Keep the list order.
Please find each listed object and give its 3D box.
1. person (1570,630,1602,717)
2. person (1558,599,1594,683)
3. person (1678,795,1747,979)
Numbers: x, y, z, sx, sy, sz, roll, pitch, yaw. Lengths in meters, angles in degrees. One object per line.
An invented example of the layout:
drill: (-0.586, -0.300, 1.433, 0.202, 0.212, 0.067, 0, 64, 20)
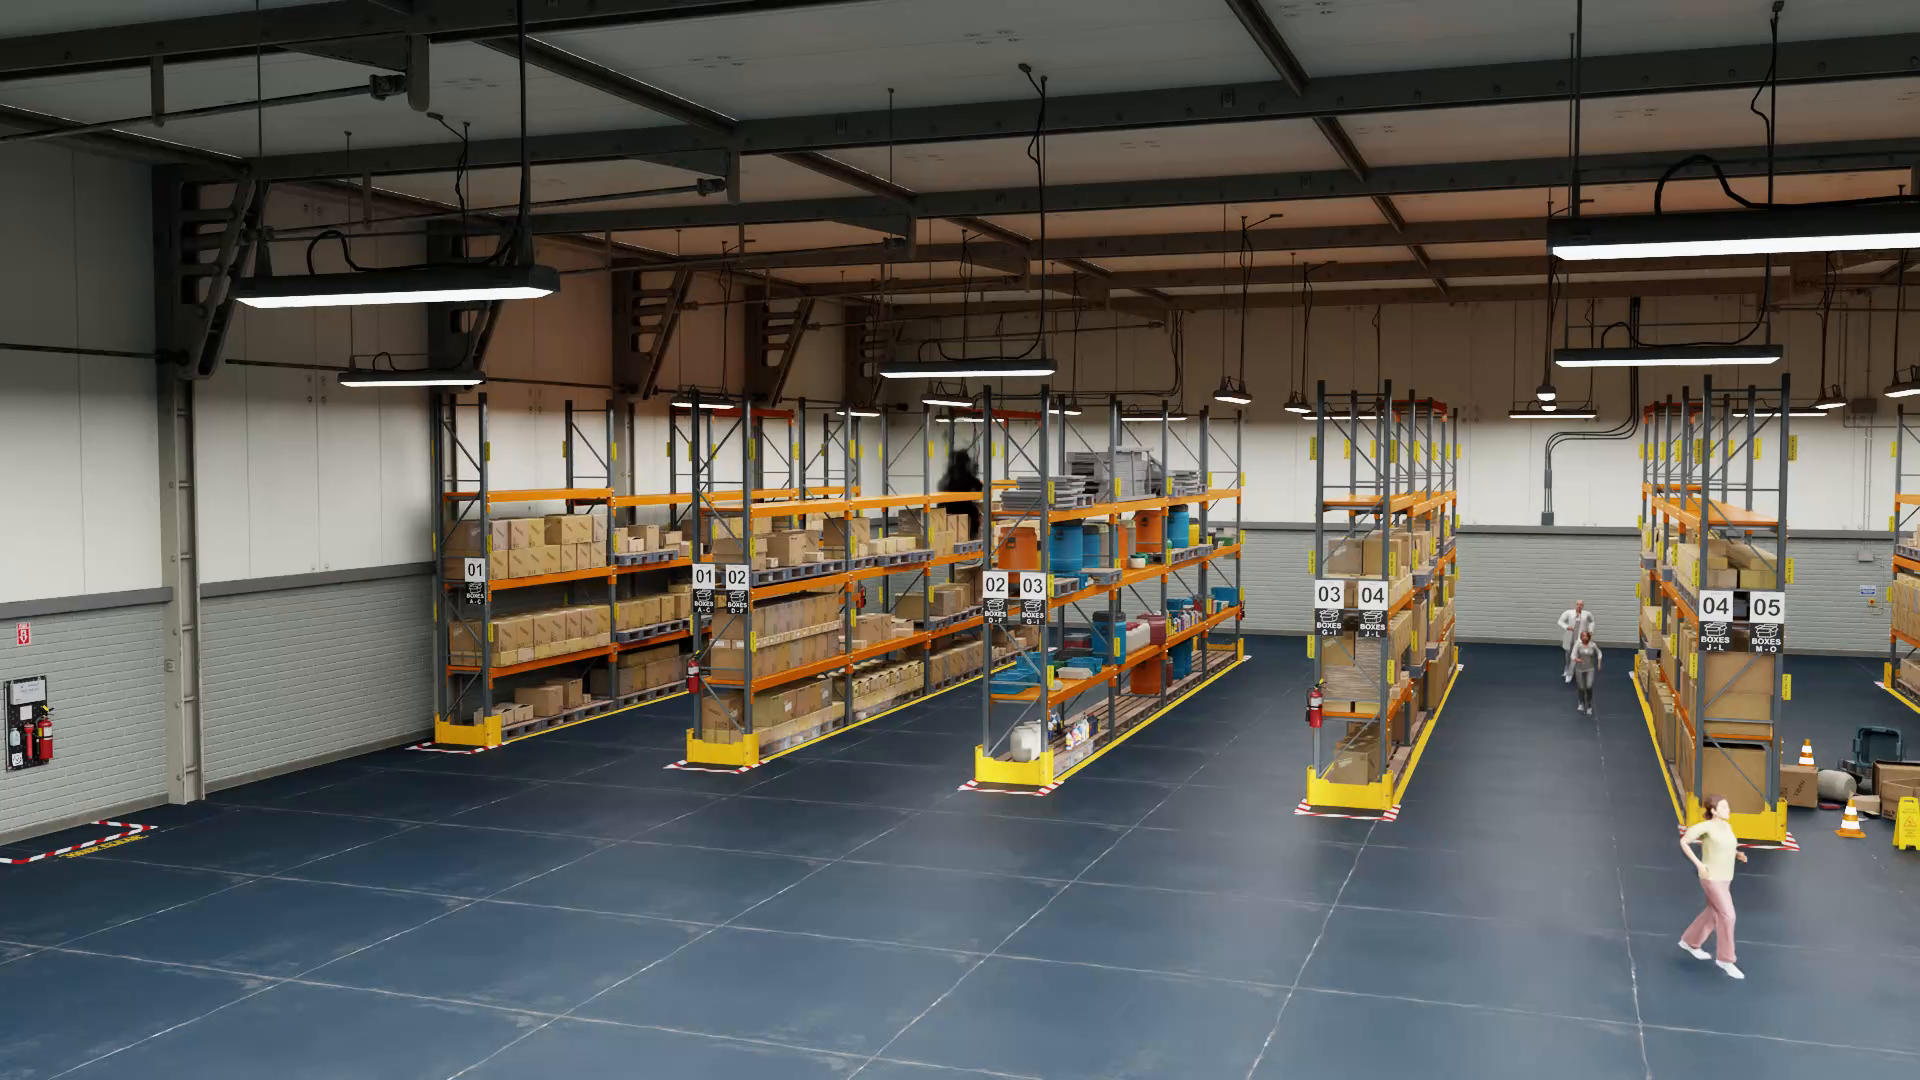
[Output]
person: (11.884, 2.536, 31.583, 0.560, 1.656, 0.696, 1, 3, 20)
person: (13.421, 2.222, 36.257, 0.740, 1.676, 1.036, 1, 3, 22)
person: (7.301, 3.310, 16.090, 0.581, 1.714, 0.726, -2, 4, -35)
